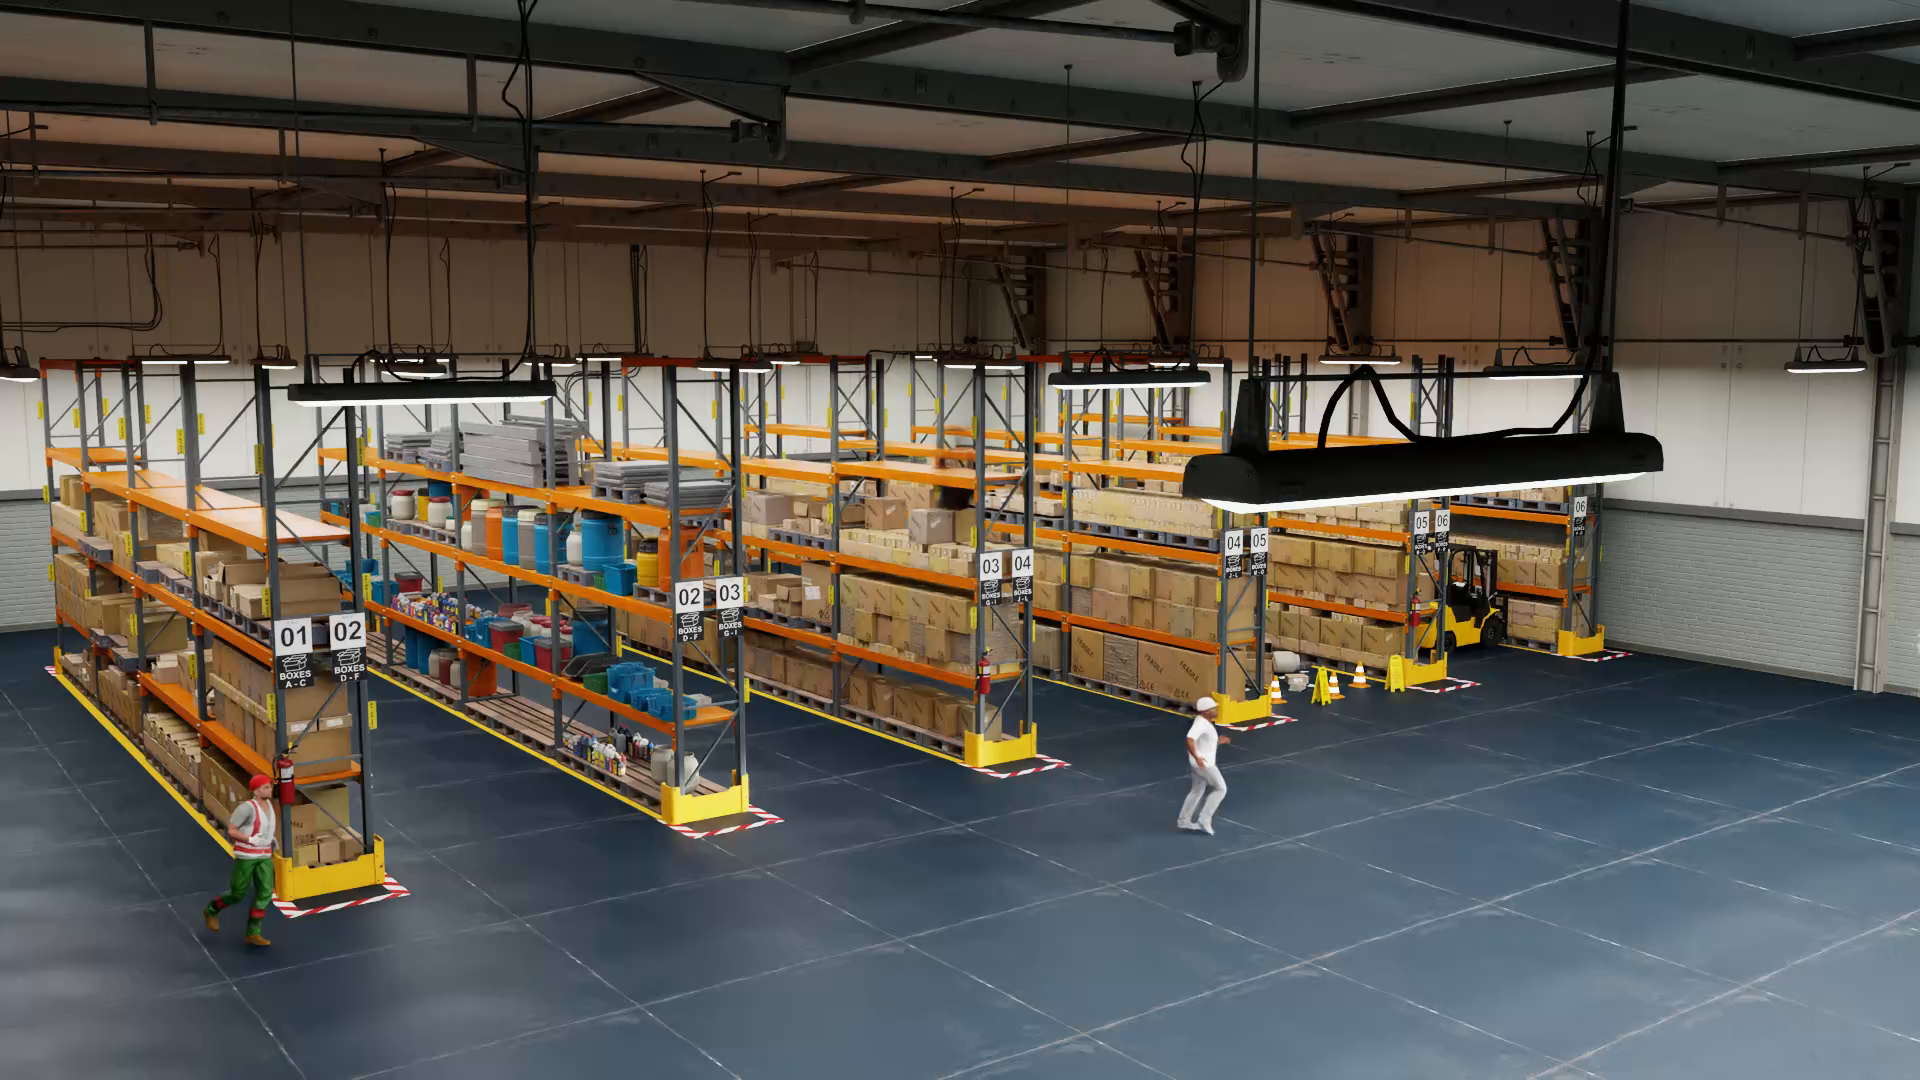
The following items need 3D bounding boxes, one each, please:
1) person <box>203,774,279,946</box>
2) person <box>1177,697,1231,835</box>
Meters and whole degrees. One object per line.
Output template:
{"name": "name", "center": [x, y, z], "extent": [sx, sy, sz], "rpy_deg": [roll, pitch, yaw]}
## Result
{"name": "person", "center": [-7.540, 3.355, 17.711], "extent": [0.915, 1.734, 0.686], "rpy_deg": [3, 7, 24]}
{"name": "person", "center": [3.161, 2.907, 21.437], "extent": [0.718, 1.800, 0.664], "rpy_deg": [0, 7, -3]}
